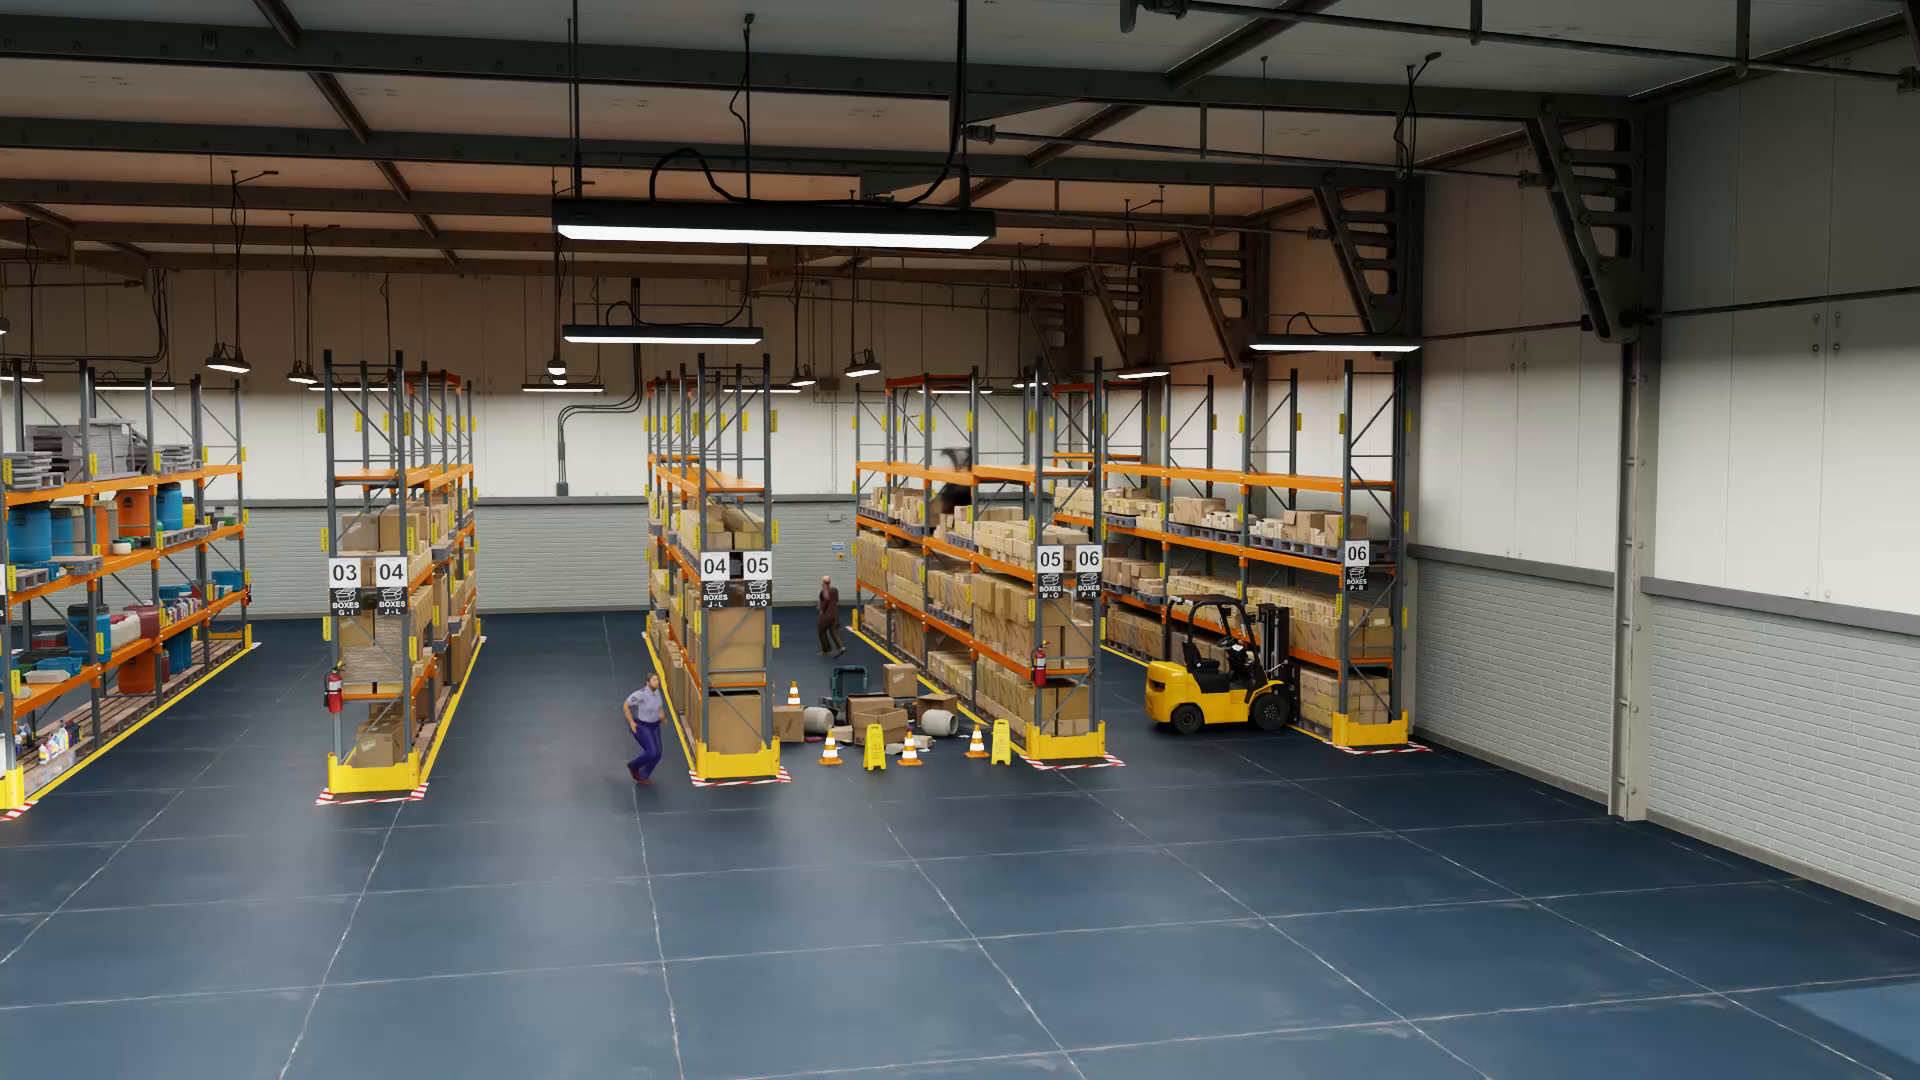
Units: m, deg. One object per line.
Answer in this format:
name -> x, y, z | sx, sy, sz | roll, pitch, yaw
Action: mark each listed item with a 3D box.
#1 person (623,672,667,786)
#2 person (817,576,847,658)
person -> -4.327, 2.624, 23.054 | 0.591, 1.595, 0.621 | 2, 5, 29
person -> -2.703, 1.648, 35.510 | 0.925, 1.755, 0.667 | 4, 5, 42
